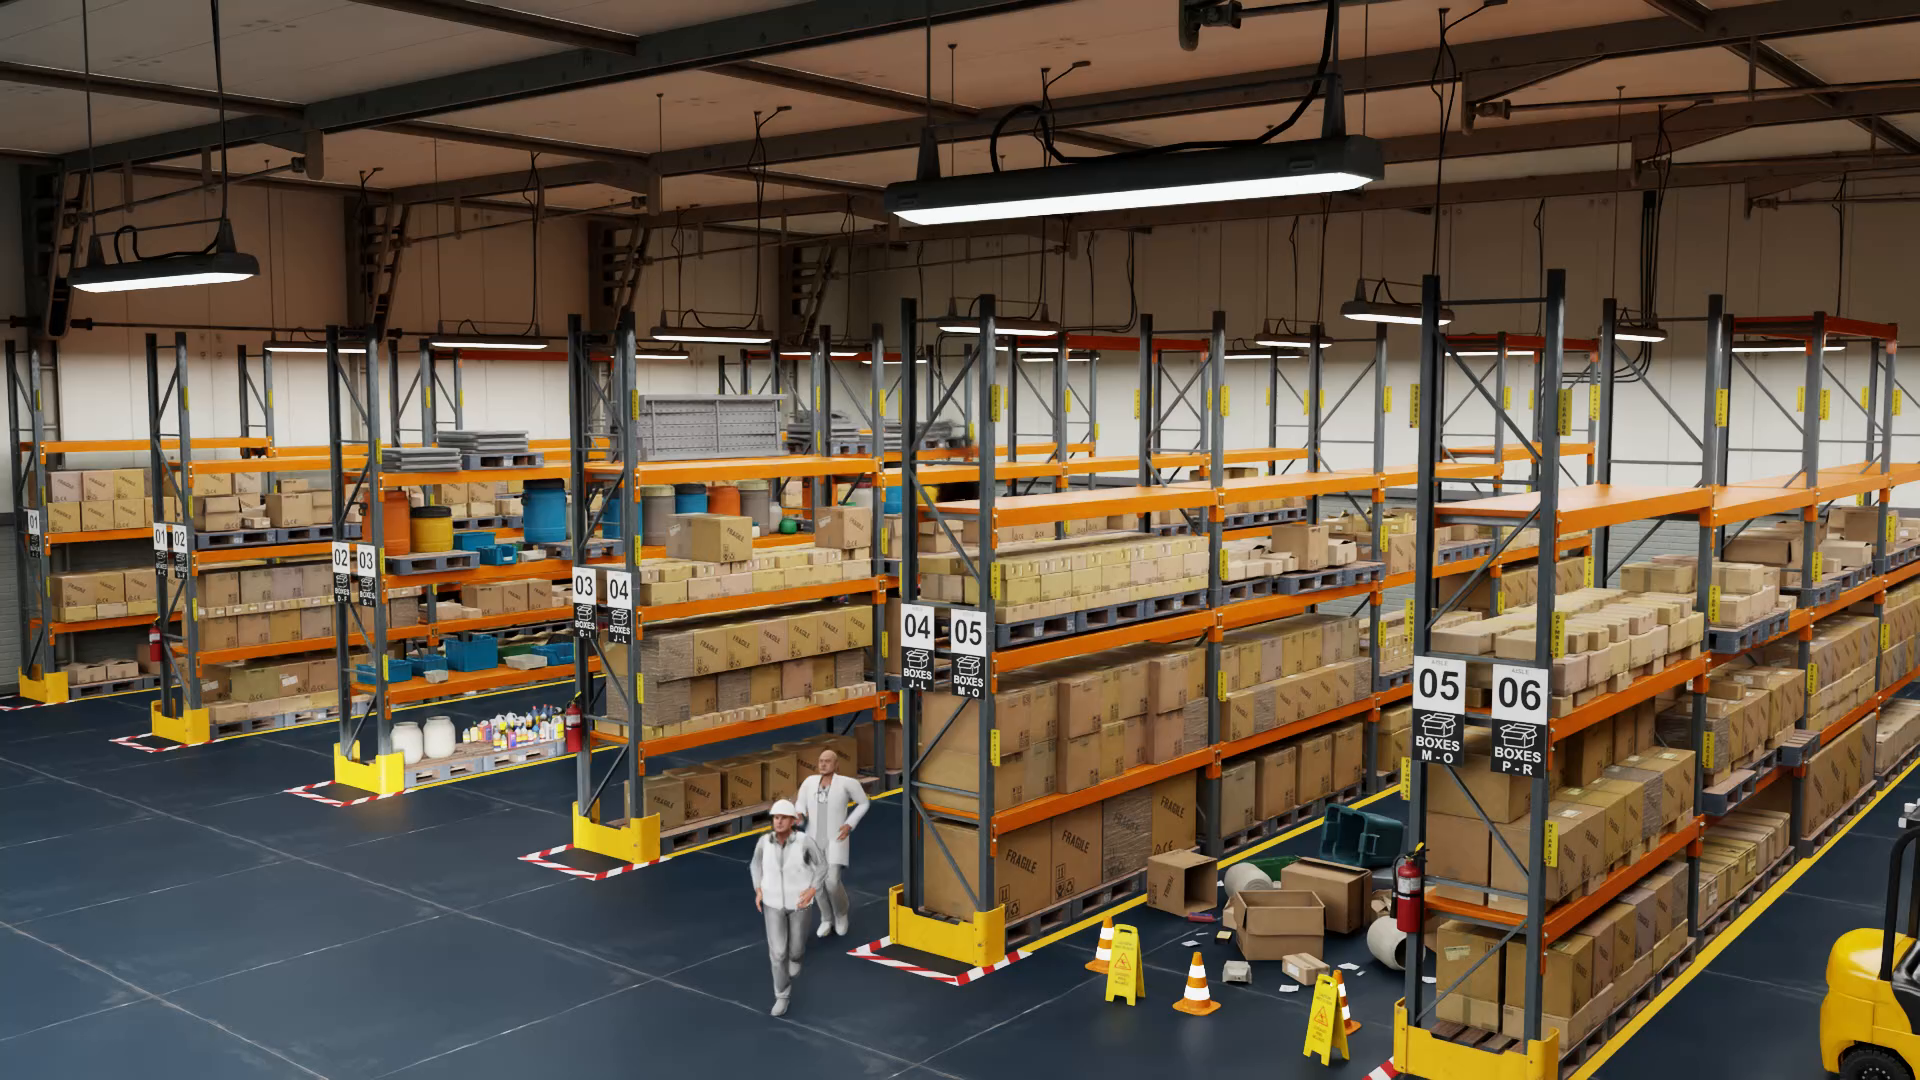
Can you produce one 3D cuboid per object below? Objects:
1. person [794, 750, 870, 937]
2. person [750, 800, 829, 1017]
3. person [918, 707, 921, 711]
[{"bbox_3d":[-1.267,2.927,15.742,0.724,1.701,0.610,1,5,15],"label":"person"},{"bbox_3d":[-1.438,3.036,14.022,0.678,1.765,0.747,0,5,3],"label":"person"},{"bbox_3d":[-0.614,2.052,25.220,0.550,1.669,0.638,3,6,29],"label":"person"}]
